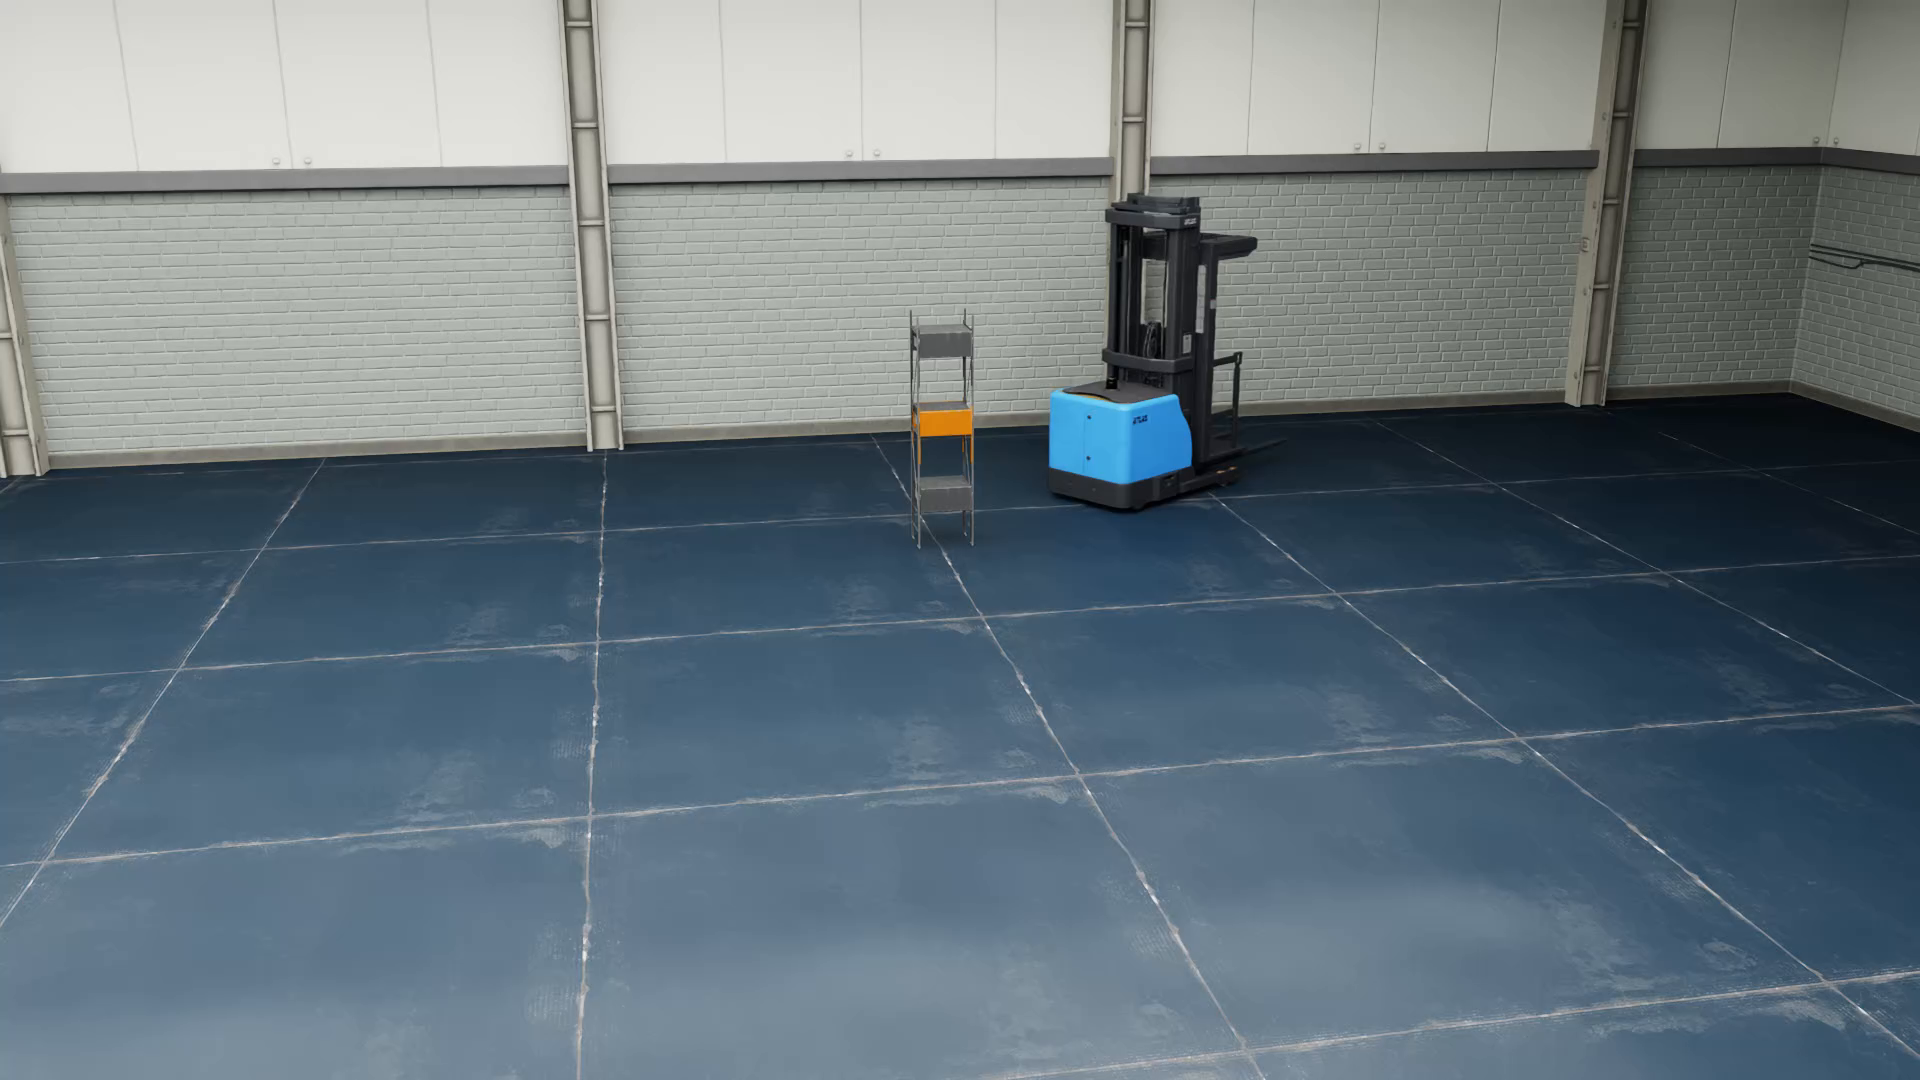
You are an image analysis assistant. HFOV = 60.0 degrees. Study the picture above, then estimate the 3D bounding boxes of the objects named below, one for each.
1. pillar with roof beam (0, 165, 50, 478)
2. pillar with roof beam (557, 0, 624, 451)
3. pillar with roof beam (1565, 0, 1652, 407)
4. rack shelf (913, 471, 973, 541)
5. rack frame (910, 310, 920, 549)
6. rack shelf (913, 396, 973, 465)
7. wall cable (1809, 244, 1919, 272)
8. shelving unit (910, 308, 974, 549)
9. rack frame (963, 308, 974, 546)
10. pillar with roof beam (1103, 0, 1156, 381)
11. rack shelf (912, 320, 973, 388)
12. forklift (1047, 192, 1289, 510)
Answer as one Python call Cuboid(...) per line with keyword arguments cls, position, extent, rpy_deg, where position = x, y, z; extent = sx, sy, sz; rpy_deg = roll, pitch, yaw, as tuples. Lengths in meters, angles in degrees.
Cuboid(cls="pillar with roof beam", position=(-9.043, -3.768, 12.191), extent=(0.400, 9.000, 9.100), rpy_deg=(-3, 17, -10))
Cuboid(cls="pillar with roof beam", position=(-3.152, -4.102, 13.279), extent=(0.400, 9.000, 9.100), rpy_deg=(-3, 17, -10))
Cuboid(cls="pillar with roof beam", position=(8.630, -4.770, 15.455), extent=(0.400, 9.000, 9.100), rpy_deg=(-3, 17, -10))
Cuboid(cls="rack shelf", position=(-0.163, -0.312, 15.121), extent=(0.480, 0.518, 0.431), rpy_deg=(-3, 17, -10))
Cuboid(cls="rack frame", position=(-0.402, -0.981, 14.867), extent=(0.015, 2.100, 0.400), rpy_deg=(-3, 17, -10))
Cuboid(cls="rack shelf", position=(-0.163, -0.981, 14.916), extent=(0.480, 0.518, 0.431), rpy_deg=(-3, 17, -10))
Cuboid(cls="wall cable", position=(10.956, -4.310, 19.244), extent=(0.112, 2.526, 3.097), rpy_deg=(-3, 17, -10))
Cuboid(cls="shelving unit", position=(-0.163, -0.995, 14.912), extent=(0.503, 2.100, 0.431), rpy_deg=(-3, 17, -10))
Cuboid(cls="rack frame", position=(0.077, -1.008, 14.956), extent=(0.015, 2.100, 0.400), rpy_deg=(-3, 17, -10))
Cuboid(cls="pillar with roof beam", position=(2.739, -4.436, 14.367), extent=(0.400, 9.000, 9.100), rpy_deg=(-3, 17, -10))
Cuboid(cls="rack shelf", position=(-0.163, -1.651, 14.710), extent=(0.480, 0.518, 0.431), rpy_deg=(-3, 17, -10))
Cuboid(cls="forklift", position=(2.271, -2.044, 16.914), extent=(3.031, 2.935, 1.130), rpy_deg=(-16, 23, -42))
